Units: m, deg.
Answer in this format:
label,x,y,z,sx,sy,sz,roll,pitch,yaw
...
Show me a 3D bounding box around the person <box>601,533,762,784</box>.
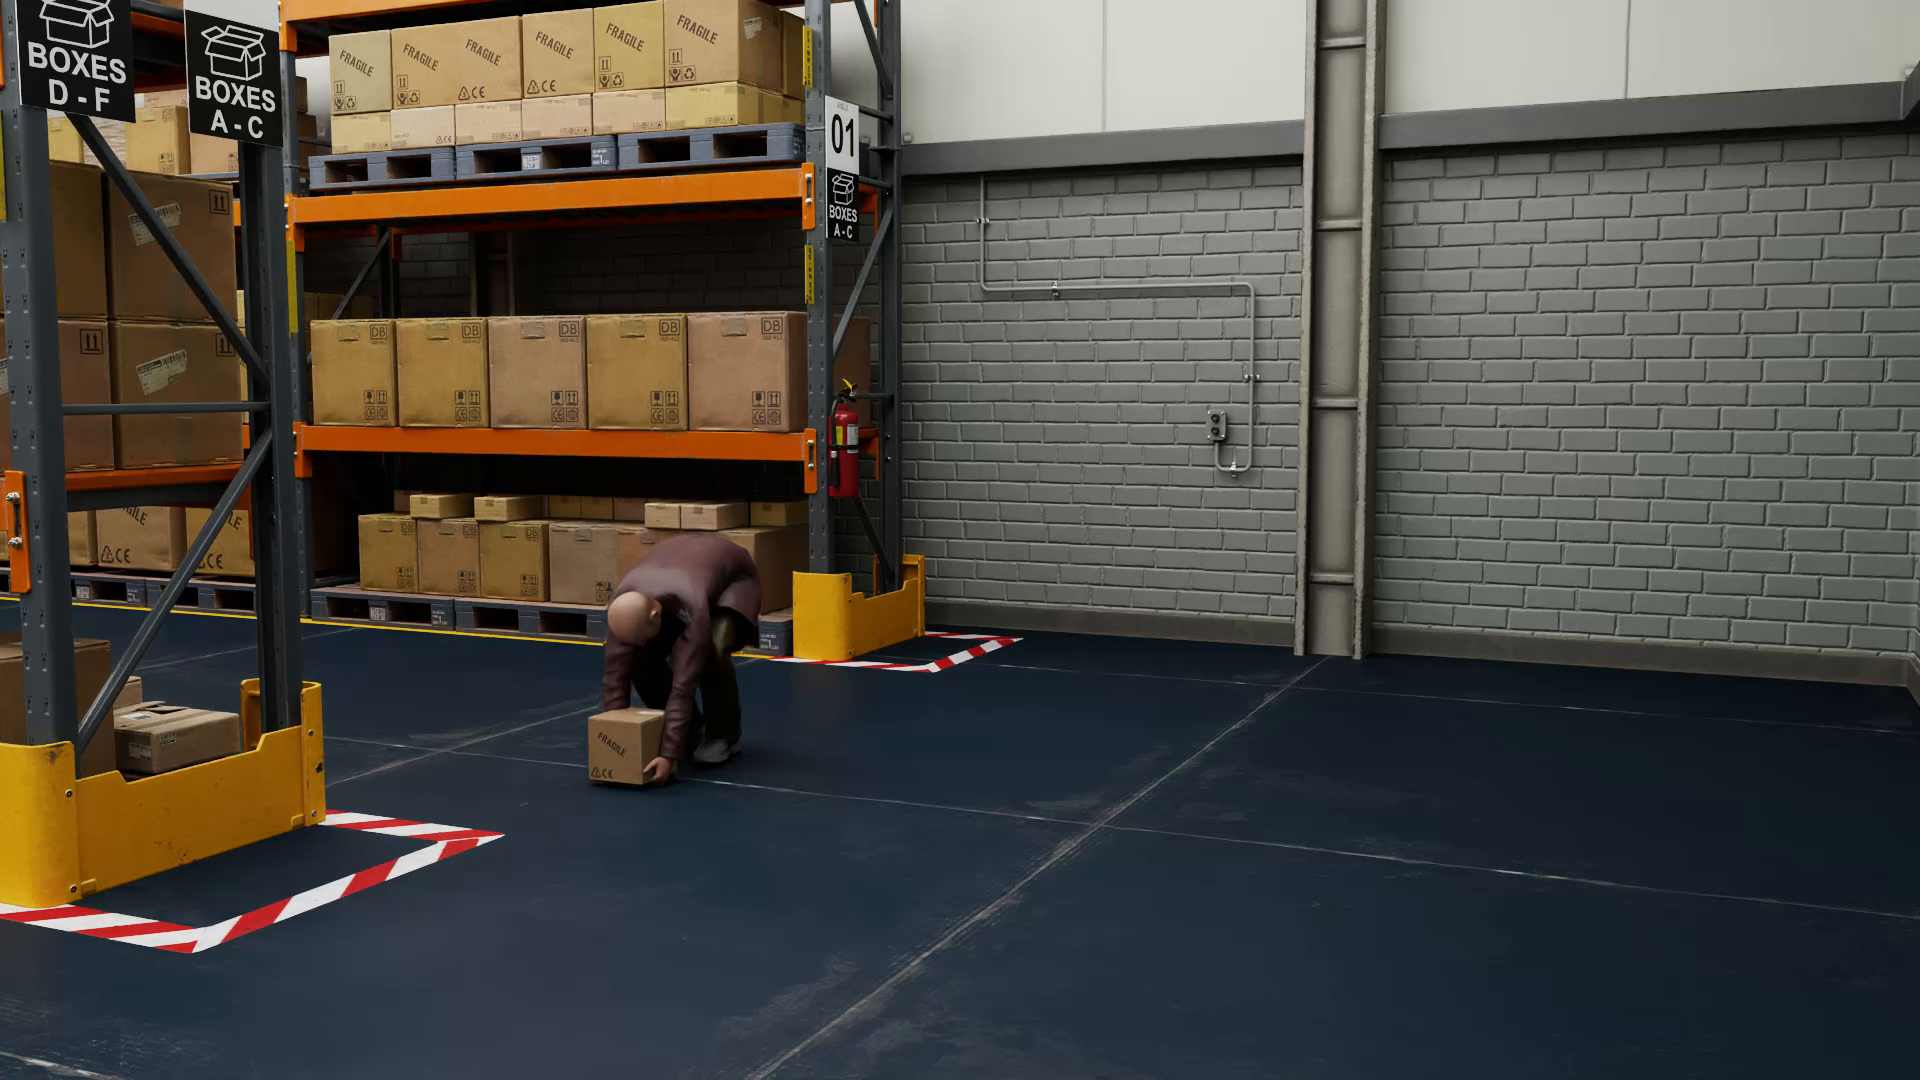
label,x,y,z,sx,sy,sz,roll,pitch,yaw
person,-1.175,0.463,6.939,0.586,0.952,0.945,2,6,21
